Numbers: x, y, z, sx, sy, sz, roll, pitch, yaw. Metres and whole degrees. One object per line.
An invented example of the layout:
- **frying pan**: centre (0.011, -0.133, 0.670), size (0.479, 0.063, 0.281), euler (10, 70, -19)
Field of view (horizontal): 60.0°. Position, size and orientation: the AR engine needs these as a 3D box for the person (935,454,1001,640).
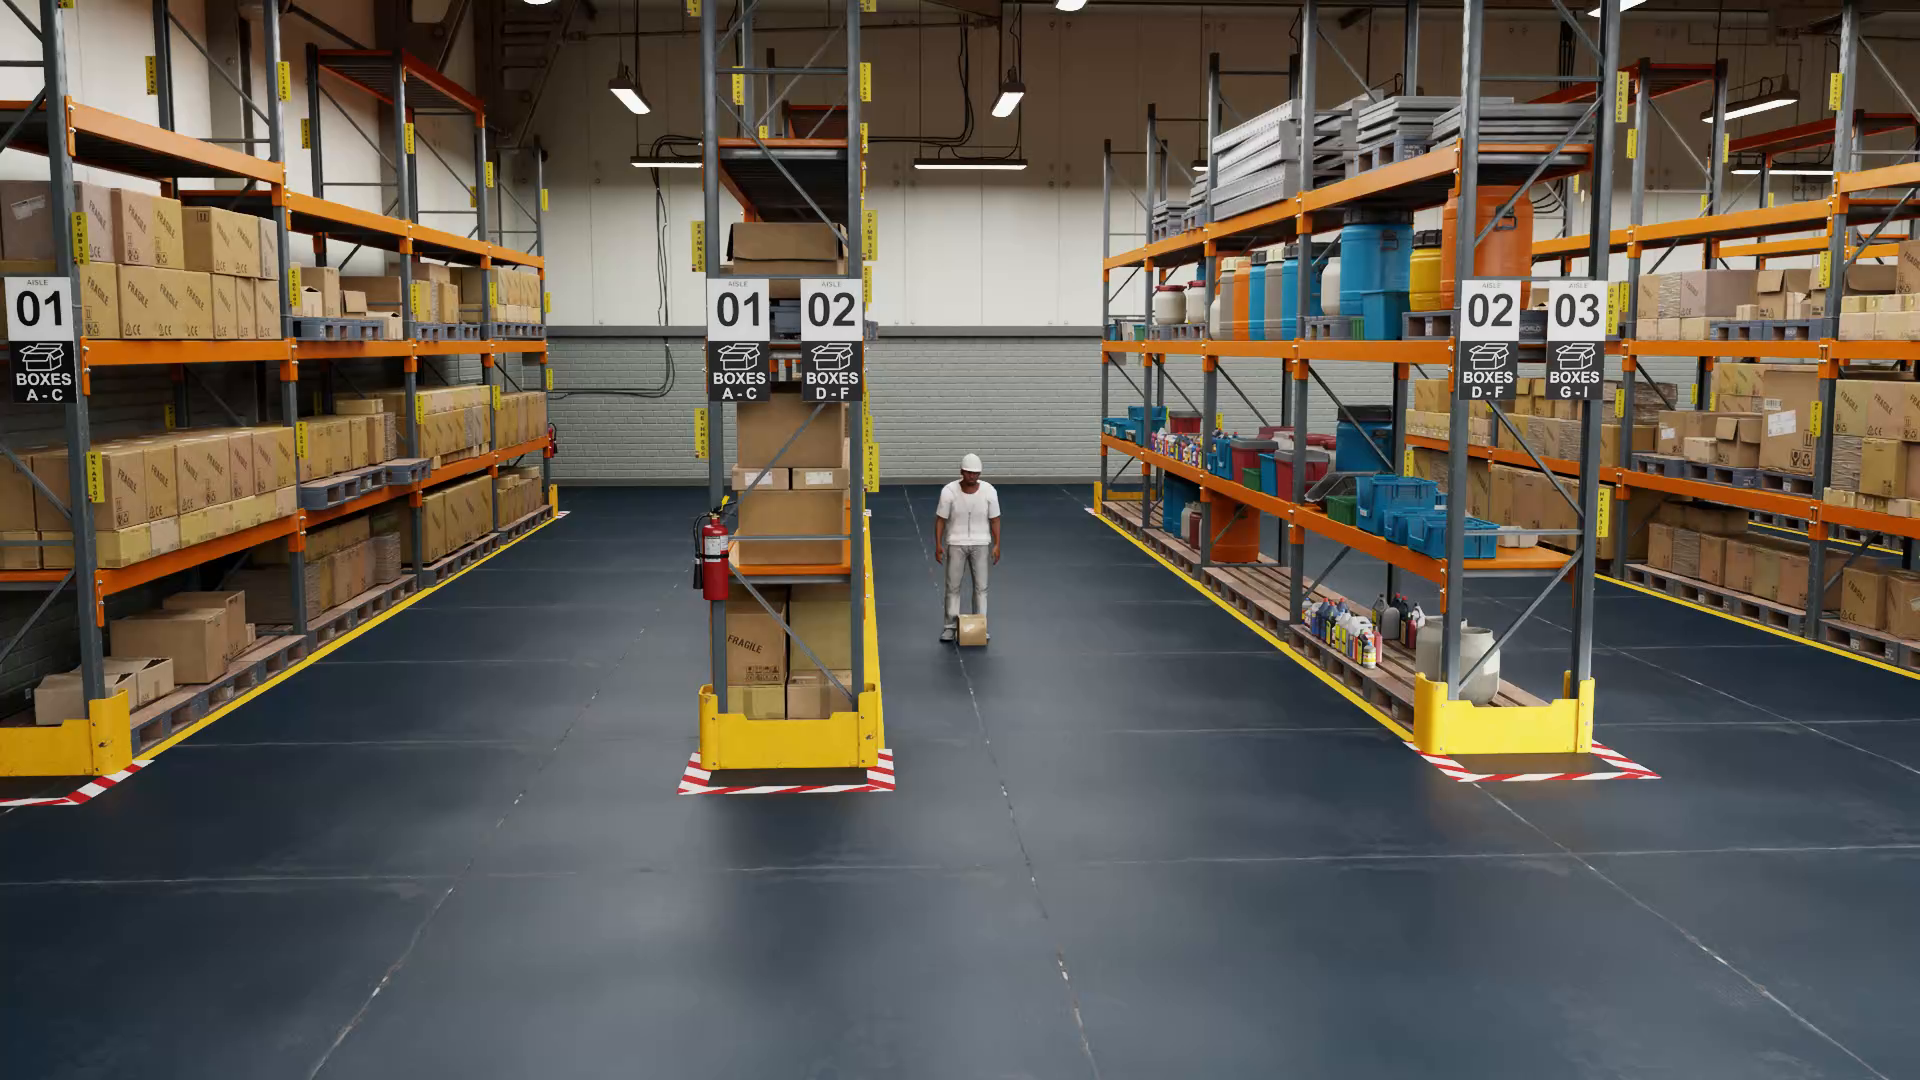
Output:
- **person**: centre (0.075, 0.063, 15.643), size (0.625, 1.760, 0.461), euler (-1, 7, -4)
